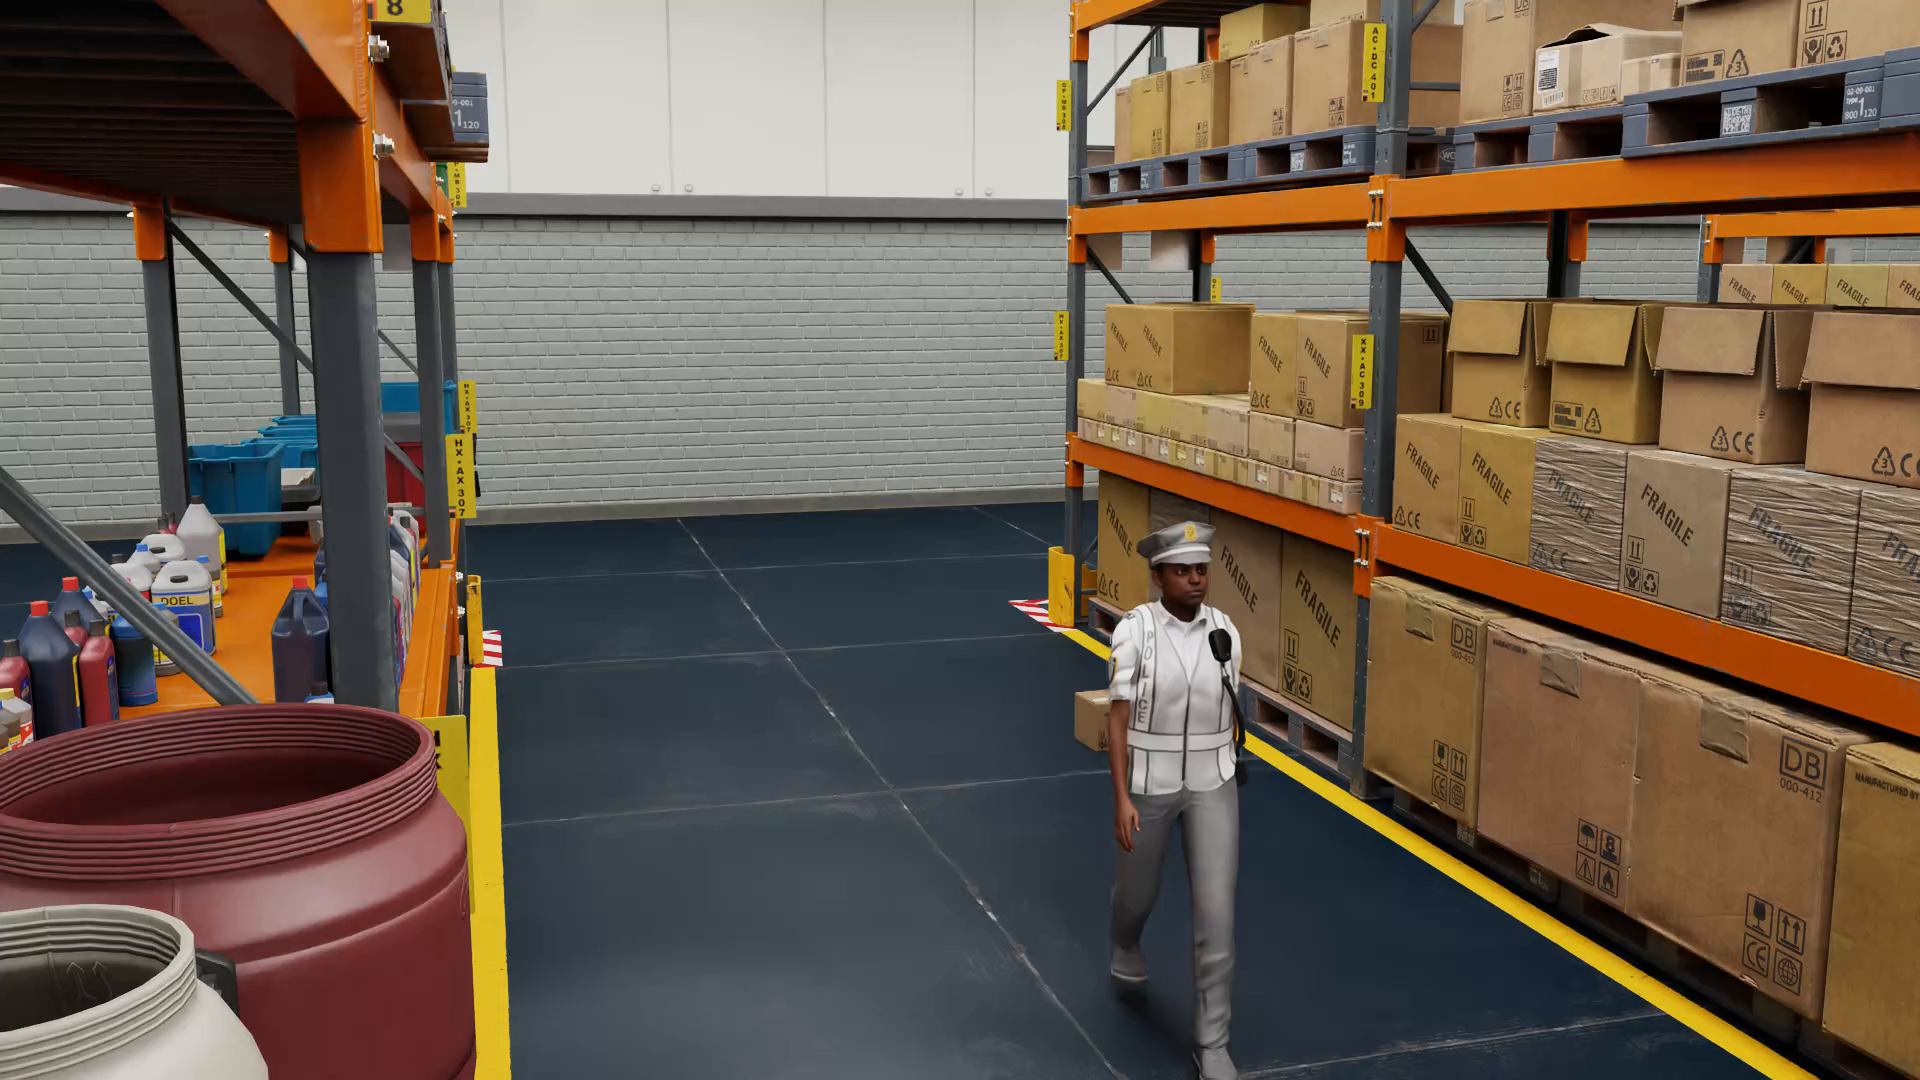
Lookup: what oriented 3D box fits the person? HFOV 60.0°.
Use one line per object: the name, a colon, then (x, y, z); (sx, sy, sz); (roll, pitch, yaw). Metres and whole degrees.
person: (0.669, 0.752, 5.181); (0.438, 1.651, 0.928); (0, 9, -2)
